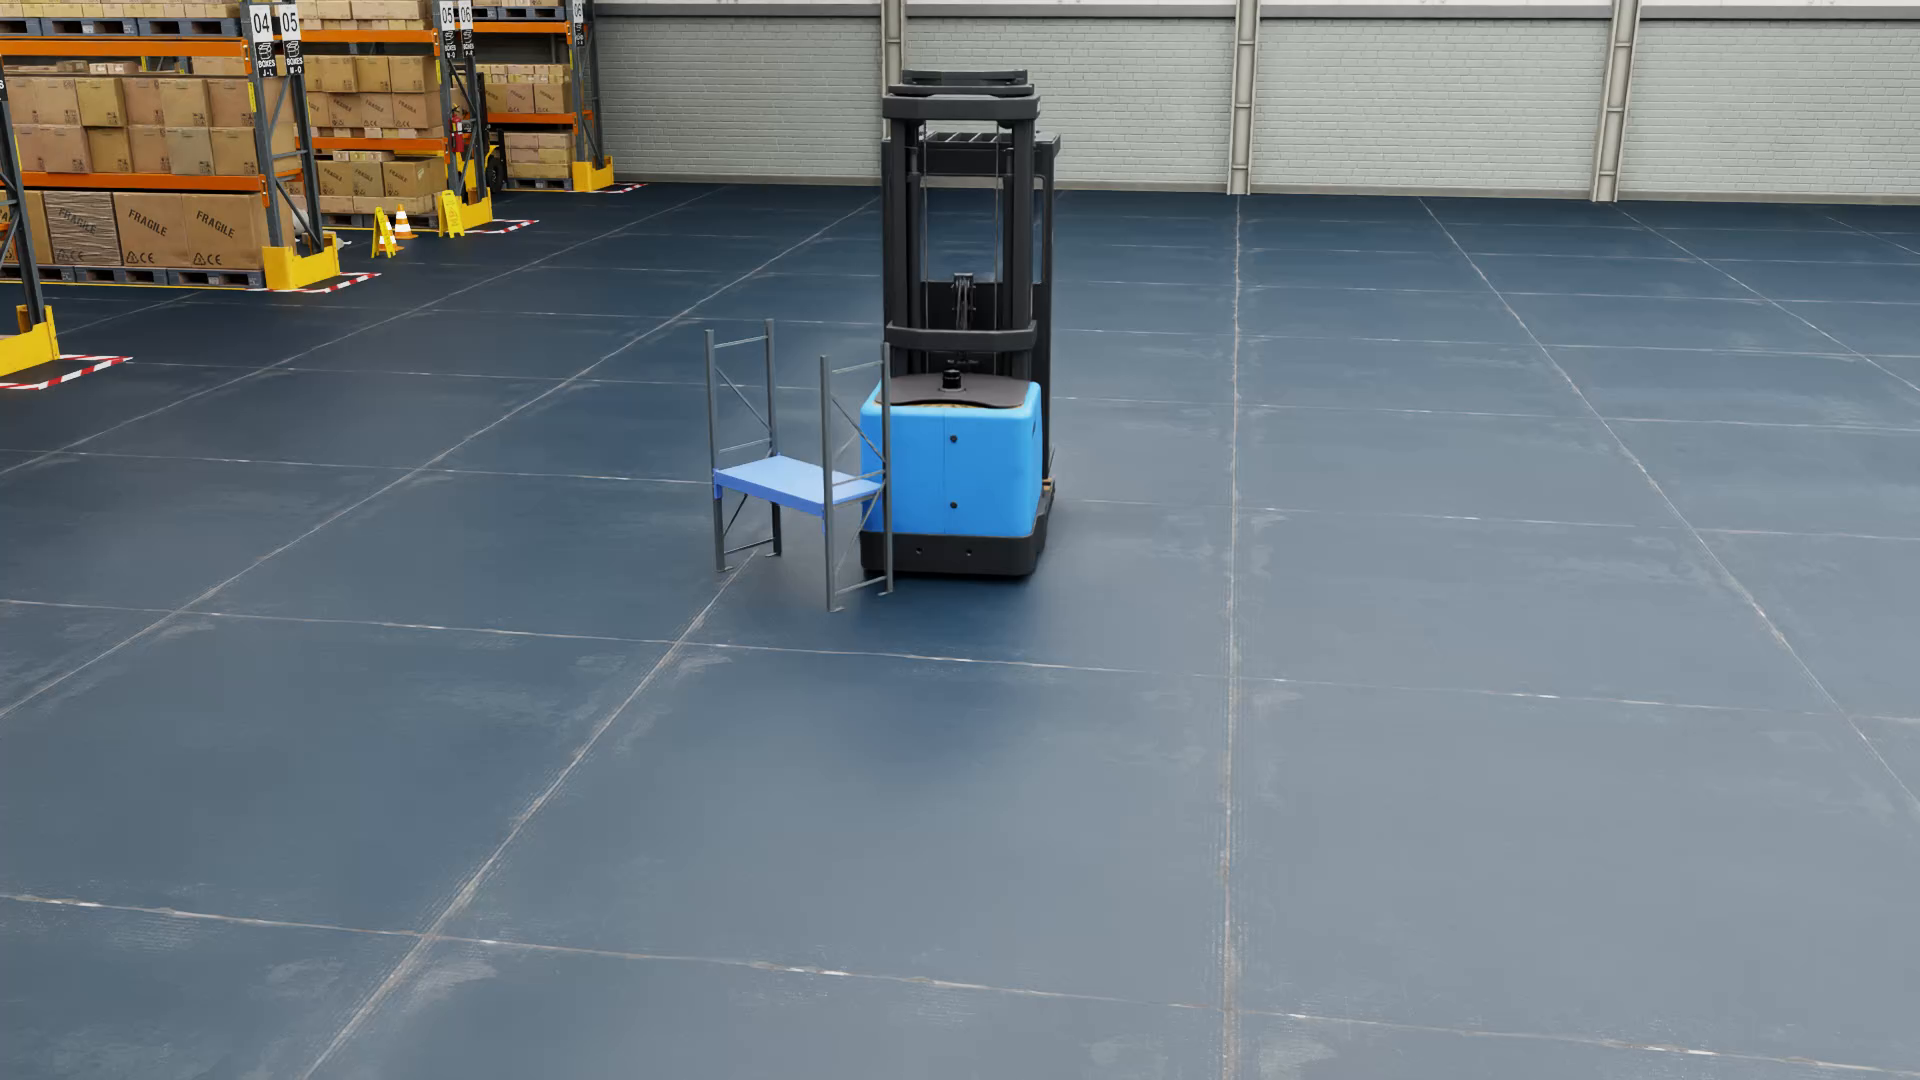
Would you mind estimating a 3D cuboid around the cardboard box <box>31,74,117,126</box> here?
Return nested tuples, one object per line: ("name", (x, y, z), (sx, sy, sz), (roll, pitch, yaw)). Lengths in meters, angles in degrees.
("cardboard box", (-10.498, -5.255, 19.844), (0.550, 0.550, 0.875), (3, 19, 9))

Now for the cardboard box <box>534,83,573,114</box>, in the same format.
("cardboard box", (-7.038, -7.663, 28.820), (0.500, 0.500, 0.500), (3, 19, 7))

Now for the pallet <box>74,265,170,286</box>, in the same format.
("pallet", (-9.983, -3.317, 20.384), (1.213, 0.211, 1.003), (3, 19, 9))

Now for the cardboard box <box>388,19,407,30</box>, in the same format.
("cardboard box", (-7.942, -7.353, 23.722), (0.250, 0.149, 0.380), (3, 19, 9))

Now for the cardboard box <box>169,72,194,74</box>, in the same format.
("cardboard box", (-11.661, -6.820, 25.170), (0.500, 0.500, 0.500), (3, 19, 10))

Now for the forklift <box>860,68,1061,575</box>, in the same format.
("forklift", (0.076, -1.602, 10.970), (1.130, 2.935, 3.031), (2, 19, 6))

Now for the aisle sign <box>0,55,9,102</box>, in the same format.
("aisle sign", (-8.758, -4.337, 14.939), (0.004, 0.787, 0.394), (3, 19, 9))

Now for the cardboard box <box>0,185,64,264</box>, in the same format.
("cardboard box", (-11.319, -3.901, 20.421), (0.875, 0.875, 0.875), (3, 19, 9))

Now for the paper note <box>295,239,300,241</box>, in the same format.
("paper note", (-9.358, -4.218, 23.379), (0.142, 0.019, 0.148), (10, 21, 27))

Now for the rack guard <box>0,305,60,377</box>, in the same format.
("rack guard", (-8.941, -1.831, 15.488), (0.348, 0.500, 1.175), (3, 19, 9))

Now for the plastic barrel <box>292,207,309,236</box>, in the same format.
("plastic barrel", (-9.574, -4.525, 23.661), (0.512, 0.421, 0.421), (-15, 24, -38))

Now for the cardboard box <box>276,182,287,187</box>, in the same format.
("cardboard box", (-10.174, -5.432, 24.800), (0.500, 0.500, 0.500), (4, 19, 11))

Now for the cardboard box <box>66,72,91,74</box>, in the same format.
("cardboard box", (-13.252, -6.736, 24.920), (0.500, 0.500, 0.500), (2, 19, 7))

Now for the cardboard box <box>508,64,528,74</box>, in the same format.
("cardboard box", (-7.643, -8.164, 28.827), (0.250, 0.149, 0.380), (3, 19, 9))

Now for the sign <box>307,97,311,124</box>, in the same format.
("sign", (-7.886, -5.183, 20.078), (0.005, 0.325, 0.100), (3, 19, 9))

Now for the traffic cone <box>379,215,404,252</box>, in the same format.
("traffic cone", (-7.764, -4.167, 22.528), (0.334, 0.463, 0.336), (3, 19, 9))

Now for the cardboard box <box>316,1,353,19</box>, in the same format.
("cardboard box", (-8.852, -7.602, 23.835), (0.500, 0.250, 0.500), (3, 19, 10))

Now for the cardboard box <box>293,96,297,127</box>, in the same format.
("cardboard box", (-9.861, -6.351, 24.429), (0.500, 0.500, 0.500), (3, 19, 8))

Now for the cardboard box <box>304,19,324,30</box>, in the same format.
("cardboard box", (-9.215, -7.415, 23.904), (0.250, 0.149, 0.380), (3, 19, 8))

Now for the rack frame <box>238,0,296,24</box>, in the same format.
("rack frame", (-7.980, -7.407, 18.757), (0.127, 3.000, 1.000), (3, 19, 9))

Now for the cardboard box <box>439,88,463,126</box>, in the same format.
("cardboard box", (-7.718, -6.417, 24.627), (0.500, 0.500, 0.500), (3, 19, 8))

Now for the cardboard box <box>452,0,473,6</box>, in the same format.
("cardboard box", (-8.553, -9.461, 28.642), (0.637, 0.503, 0.797), (4, 19, 10))

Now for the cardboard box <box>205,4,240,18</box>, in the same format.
("cardboard box", (-8.362, -6.022, 18.923), (0.250, 0.149, 0.380), (3, 19, 9))

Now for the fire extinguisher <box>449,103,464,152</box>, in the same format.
("fire extinguisher", (-7.254, -5.931, 23.923), (0.183, 0.674, 0.296), (3, 19, 9))

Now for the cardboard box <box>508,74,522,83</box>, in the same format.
("cardboard box", (-7.644, -8.009, 28.833), (0.250, 0.149, 0.380), (3, 19, 8))

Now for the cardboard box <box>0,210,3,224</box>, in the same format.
("cardboard box", (-9.110, -2.983, 15.386), (0.250, 0.149, 0.380), (3, 19, 9))

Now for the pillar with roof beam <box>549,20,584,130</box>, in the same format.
("pillar with roof beam", (-7.738, -9.486, 24.973), (0.400, 9.000, 9.100), (3, 19, 9))

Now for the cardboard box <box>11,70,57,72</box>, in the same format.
("cardboard box", (-14.188, -6.949, 25.557), (0.500, 0.500, 0.500), (3, 19, 8))

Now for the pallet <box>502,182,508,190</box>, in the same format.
("pallet", (-8.474, -6.438, 29.711), (1.213, 0.211, 1.003), (3, 19, 9))

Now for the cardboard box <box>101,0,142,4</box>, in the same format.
("cardboard box", (-9.497, -6.289, 19.092), (0.500, 0.250, 0.500), (3, 19, 8))

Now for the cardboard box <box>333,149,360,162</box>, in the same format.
("cardboard box", (-9.007, -5.659, 24.458), (0.250, 0.149, 0.380), (4, 19, 11))

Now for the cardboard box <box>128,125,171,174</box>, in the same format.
("cardboard box", (-9.433, -4.726, 19.963), (0.550, 0.550, 0.875), (3, 19, 9))

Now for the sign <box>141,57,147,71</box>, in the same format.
("sign", (-14.486, -8.416, 29.530), (0.005, 0.325, 0.100), (3, 19, 9))

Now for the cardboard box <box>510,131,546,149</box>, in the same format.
("cardboard box", (-7.520, -6.991, 29.067), (0.500, 0.250, 0.500), (3, 19, 10))

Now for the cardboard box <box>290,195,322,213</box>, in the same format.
("cardboard box", (-9.651, -5.051, 24.842), (0.500, 0.250, 0.500), (3, 19, 8))

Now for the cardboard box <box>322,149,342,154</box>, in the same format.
("cardboard box", (-10.977, -6.970, 29.987), (0.625, 0.625, 0.875), (4, 19, 11))

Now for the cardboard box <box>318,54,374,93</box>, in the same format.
("cardboard box", (-8.852, -6.759, 24.073), (0.500, 0.500, 0.700), (3, 19, 8))

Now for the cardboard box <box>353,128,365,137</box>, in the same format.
("cardboard box", (-8.705, -6.008, 24.428), (0.250, 0.149, 0.380), (3, 19, 9))

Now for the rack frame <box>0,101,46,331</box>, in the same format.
("rack frame", (-8.866, -3.013, 15.080), (0.127, 3.000, 1.000), (3, 19, 9))

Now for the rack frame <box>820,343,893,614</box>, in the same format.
("rack frame", (-0.582, -0.347, 9.477), (0.032, 1.500, 0.500), (17, 25, 41))

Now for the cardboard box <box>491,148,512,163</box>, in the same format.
("cardboard box", (-8.047, -6.780, 29.222), (0.500, 0.250, 0.500), (2, 19, 7))

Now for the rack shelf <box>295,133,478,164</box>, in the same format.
("rack shelf", (-9.269, -5.877, 24.774), (4.000, 0.370, 1.077), (3, 19, 9))

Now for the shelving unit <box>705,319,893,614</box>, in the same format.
("shelving unit", (-0.948, -0.459, 9.811), (1.048, 1.500, 0.538), (17, 25, 41))

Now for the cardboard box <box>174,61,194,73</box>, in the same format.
("cardboard box", (-11.652, -7.149, 25.130), (0.250, 0.149, 0.380), (3, 19, 8))

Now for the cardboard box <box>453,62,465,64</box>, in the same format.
("cardboard box", (-8.838, -8.374, 29.455), (0.250, 0.149, 0.380), (3, 19, 8))

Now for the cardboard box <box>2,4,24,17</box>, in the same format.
("cardboard box", (-10.874, -6.150, 19.305), (0.250, 0.149, 0.380), (3, 19, 8))

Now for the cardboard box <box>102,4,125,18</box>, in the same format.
("cardboard box", (-9.616, -6.086, 19.115), (0.250, 0.149, 0.380), (3, 19, 9))
